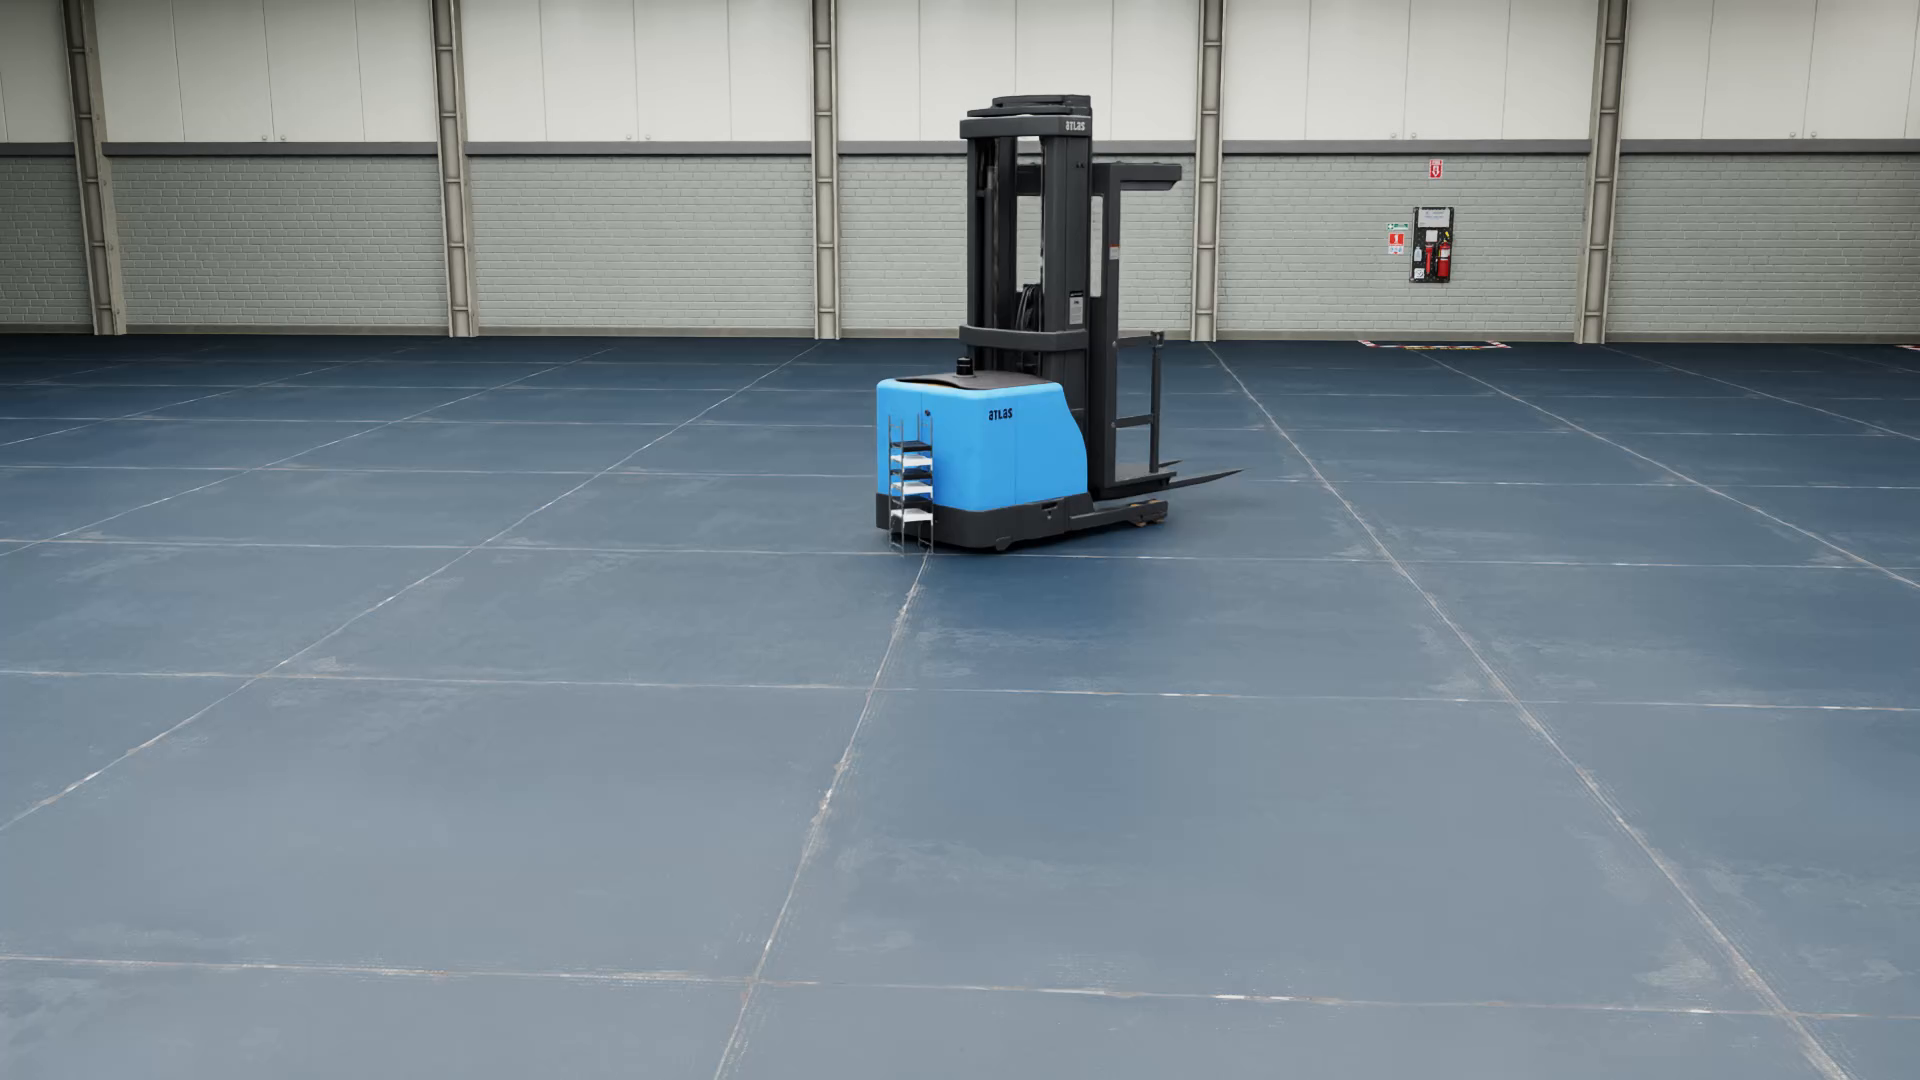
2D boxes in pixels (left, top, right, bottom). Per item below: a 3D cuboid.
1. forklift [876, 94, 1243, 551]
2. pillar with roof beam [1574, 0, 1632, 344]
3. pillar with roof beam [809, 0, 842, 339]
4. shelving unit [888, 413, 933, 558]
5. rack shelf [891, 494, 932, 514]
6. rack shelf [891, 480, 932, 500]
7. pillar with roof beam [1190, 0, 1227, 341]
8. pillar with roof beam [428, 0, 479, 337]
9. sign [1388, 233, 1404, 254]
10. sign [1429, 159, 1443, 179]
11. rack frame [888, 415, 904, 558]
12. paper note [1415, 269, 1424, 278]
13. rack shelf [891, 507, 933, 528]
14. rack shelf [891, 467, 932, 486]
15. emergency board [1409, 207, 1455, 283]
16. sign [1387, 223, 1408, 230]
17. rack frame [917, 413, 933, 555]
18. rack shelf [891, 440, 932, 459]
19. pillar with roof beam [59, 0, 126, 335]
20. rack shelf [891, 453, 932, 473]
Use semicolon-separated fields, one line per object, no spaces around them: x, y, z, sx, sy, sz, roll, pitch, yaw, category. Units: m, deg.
0.843;-1.594;11.730;3.031;2.935;1.130;-11;16;-42;forklift
9.560;-6.616;20.917;0.400;9.000;9.100;1;12;4;pillar with roof beam
-2.413;-6.780;21.702;0.400;9.000;9.100;1;12;4;pillar with roof beam
-0.319;-0.355;10.768;0.210;0.900;0.258;-5;13;-23;shelving unit
-0.319;-0.235;10.794;0.200;0.077;0.258;-5;13;-23;rack shelf
-0.319;-0.323;10.775;0.200;0.077;0.258;-5;13;-23;rack shelf
3.573;-6.698;21.310;0.400;9.000;9.100;1;12;4;pillar with roof beam
-8.400;-6.862;22.094;0.400;9.000;9.100;1;12;4;pillar with roof beam
6.840;-4.647;26.068;0.234;0.329;0.001;1;12;4;sign
7.383;-5.756;25.795;0.199;0.298;0.001;1;12;4;sign
-0.413;-0.347;10.729;0.006;0.900;0.240;-5;13;-23;rack frame
7.212;-4.186;26.104;0.142;0.148;0.016;1;12;4;paper note
-0.319;-0.146;10.812;0.200;0.077;0.258;-5;13;-23;rack shelf
-0.319;-0.411;10.757;0.200;0.077;0.258;-5;13;-23;rack shelf
7.384;-4.600;25.935;0.643;1.169;0.194;1;12;4;emergency board
6.844;-4.904;26.005;0.331;0.109;0.001;1;12;4;sign
-0.226;-0.364;10.808;0.006;0.900;0.240;-5;13;-23;rack frame
-0.319;-0.587;10.720;0.200;0.077;0.258;-5;13;-23;rack shelf
-14.386;-6.944;22.487;0.400;9.000;9.100;1;12;4;pillar with roof beam
-0.319;-0.499;10.738;0.200;0.077;0.258;-5;13;-23;rack shelf
